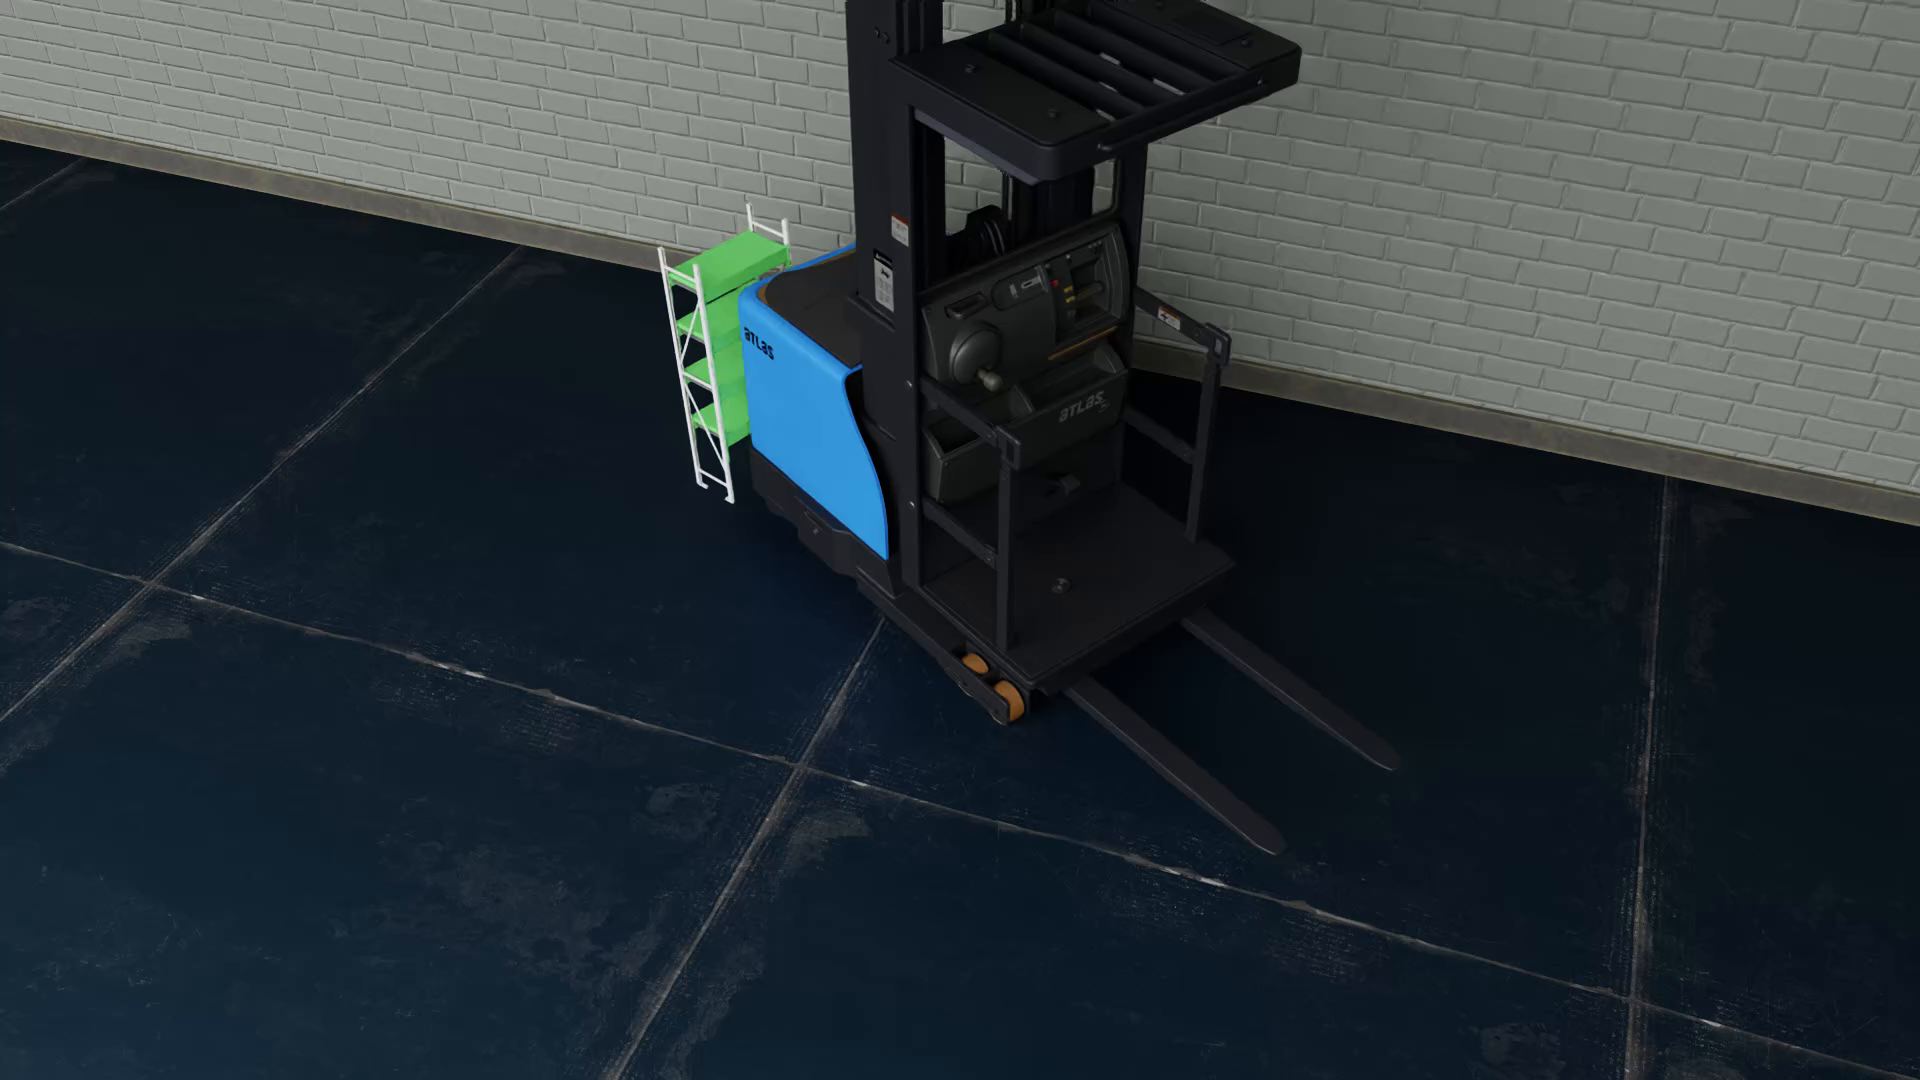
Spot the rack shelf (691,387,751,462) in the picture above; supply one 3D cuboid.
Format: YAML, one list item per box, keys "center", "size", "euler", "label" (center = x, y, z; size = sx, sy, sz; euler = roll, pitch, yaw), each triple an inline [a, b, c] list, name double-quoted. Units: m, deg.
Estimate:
- center: [-0.946, -0.562, 7.442]
  size: [0.258, 0.148, 0.480]
  euler: [28, 48, 33]
  label: "rack shelf"

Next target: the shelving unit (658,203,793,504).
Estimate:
- center: [-0.957, -0.800, 7.253]
  size: [0.258, 1.200, 0.503]
  euler: [28, 48, 33]
  label: "shelving unit"

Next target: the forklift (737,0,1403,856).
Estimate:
- center: [0.385, -0.775, 5.900]
  size: [1.130, 2.935, 3.031]
  euler: [-28, 48, -28]
  label: "forklift"

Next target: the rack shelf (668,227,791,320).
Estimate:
- center: [-0.973, -1.125, 6.994]
  size: [0.258, 0.148, 0.480]
  euler: [28, 48, 33]
  label: "rack shelf"

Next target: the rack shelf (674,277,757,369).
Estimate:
- center: [-0.964, -0.937, 7.143]
  size: [0.258, 0.148, 0.480]
  euler: [28, 48, 33]
  label: "rack shelf"

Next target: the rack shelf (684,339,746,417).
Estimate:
- center: [-0.955, -0.750, 7.293]
  size: [0.258, 0.148, 0.480]
  euler: [28, 48, 33]
  label: "rack shelf"

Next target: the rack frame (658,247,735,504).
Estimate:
- center: [-1.121, -0.682, 7.115]
  size: [0.240, 1.200, 0.015]
  euler: [28, 48, 33]
  label: "rack frame"

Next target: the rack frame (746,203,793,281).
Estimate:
- center: [-0.794, -0.917, 7.391]
  size: [0.240, 1.200, 0.015]
  euler: [28, 48, 33]
  label: "rack frame"
